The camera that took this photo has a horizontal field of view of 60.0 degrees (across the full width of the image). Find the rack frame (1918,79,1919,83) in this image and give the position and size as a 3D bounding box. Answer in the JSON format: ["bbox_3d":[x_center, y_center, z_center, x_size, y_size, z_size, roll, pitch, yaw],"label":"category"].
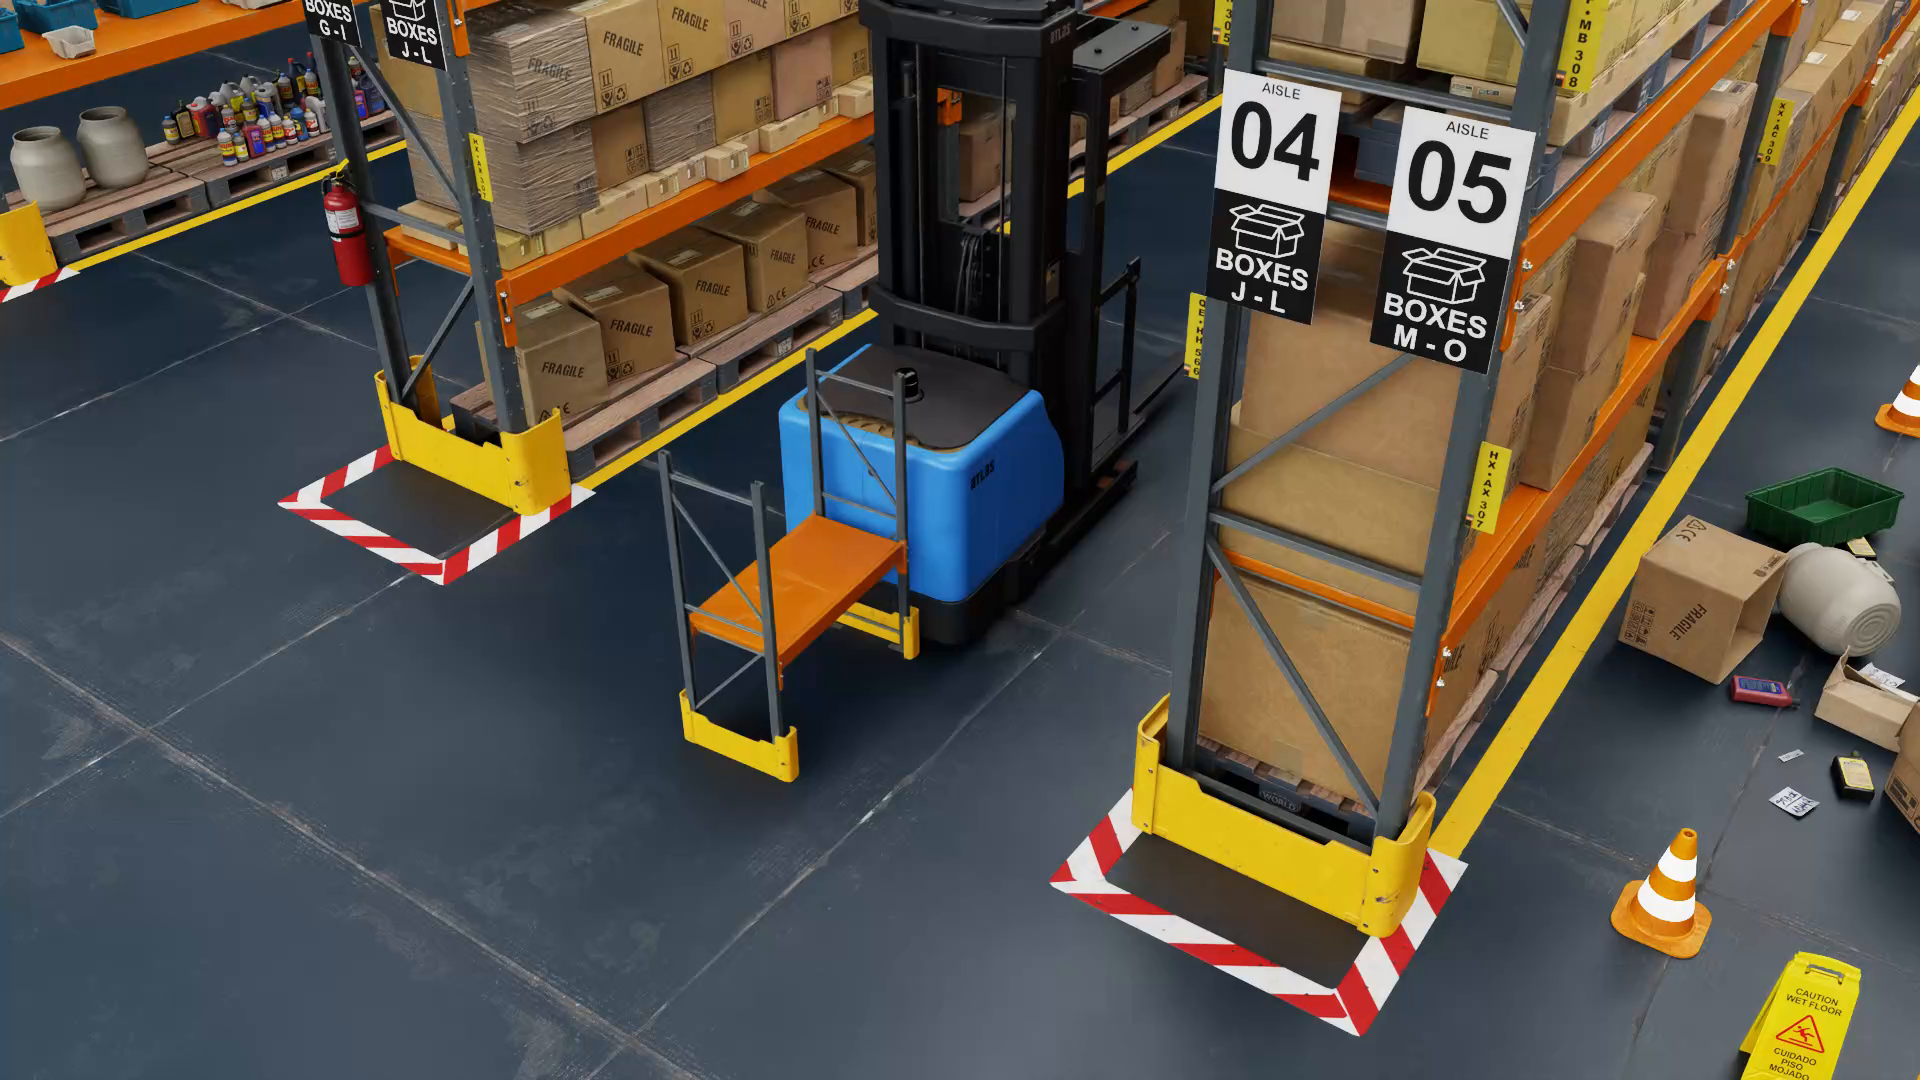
[{"bbox_3d":[8.129,-5.480,14.176,1.000,3.000,0.127,21,39,28],"label":"rack frame"}]

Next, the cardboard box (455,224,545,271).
[{"bbox_3d":[-2.372,-1.540,8.573,0.380,0.149,0.250,21,39,28],"label":"cardboard box"}]

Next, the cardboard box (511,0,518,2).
[{"bbox_3d":[-2.339,-2.732,8.864,0.500,0.500,0.500,21,39,28],"label":"cardboard box"}]

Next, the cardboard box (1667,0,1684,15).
[{"bbox_3d":[2.348,-2.084,5.880,0.500,0.250,0.500,21,39,28],"label":"cardboard box"}]

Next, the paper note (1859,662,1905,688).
[{"bbox_3d":[4.296,0.644,7.778,0.155,0.023,0.172,-22,40,-29],"label":"paper note"}]

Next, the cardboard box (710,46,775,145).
[{"bbox_3d":[-1.592,-2.709,9.723,0.875,0.500,0.500,21,39,28],"label":"cardboard box"}]

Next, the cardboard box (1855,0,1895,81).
[{"bbox_3d":[5.812,-3.388,10.993,0.500,0.500,0.500,21,39,28],"label":"cardboard box"}]

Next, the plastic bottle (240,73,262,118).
[{"bbox_3d":[-5.670,-3.575,13.331,0.144,0.351,0.185,21,39,28],"label":"plastic bottle"}]

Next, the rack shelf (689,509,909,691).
[{"bbox_3d":[-0.717,0.242,7.374,0.538,0.185,1.000,18,38,25],"label":"rack shelf"}]

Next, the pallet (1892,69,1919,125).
[{"bbox_3d":[7.686,-3.967,14.427,1.003,0.211,1.213,21,39,28],"label":"pallet"}]

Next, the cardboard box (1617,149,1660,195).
[{"bbox_3d":[2.394,-1.408,7.057,0.875,0.550,0.500,21,39,28],"label":"cardboard box"}]

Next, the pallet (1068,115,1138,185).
[{"bbox_3d":[0.688,-3.197,13.289,1.003,0.211,1.213,21,39,28],"label":"pallet"}]

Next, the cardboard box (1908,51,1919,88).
[{"bbox_3d":[7.914,-4.198,14.136,0.500,0.500,0.500,20,39,27],"label":"cardboard box"}]

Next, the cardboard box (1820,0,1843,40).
[{"bbox_3d":[5.006,-3.422,10.150,0.700,0.500,0.500,21,39,28],"label":"cardboard box"}]

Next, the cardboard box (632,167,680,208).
[{"bbox_3d":[-1.785,-1.993,9.244,0.380,0.149,0.250,21,39,28],"label":"cardboard box"}]

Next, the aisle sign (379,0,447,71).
[{"bbox_3d":[-2.519,-2.541,7.510,0.394,0.787,0.004,21,39,28],"label":"aisle sign"}]

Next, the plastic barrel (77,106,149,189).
[{"bbox_3d":[-6.201,-2.872,12.165,0.421,0.512,0.421,0,34,0],"label":"plastic barrel"}]

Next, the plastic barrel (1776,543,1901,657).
[{"bbox_3d":[4.181,0.280,7.957,0.421,0.421,0.512,-9,35,-13],"label":"plastic barrel"}]

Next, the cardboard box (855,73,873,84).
[{"bbox_3d":[-0.673,-2.925,10.622,0.380,0.149,0.250,21,39,28],"label":"cardboard box"}]

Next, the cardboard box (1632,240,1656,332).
[{"bbox_3d":[2.667,-1.216,7.737,0.875,0.550,0.550,21,39,28],"label":"cardboard box"}]

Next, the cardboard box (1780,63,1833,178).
[{"bbox_3d":[4.663,-2.458,9.618,0.500,0.500,0.500,21,39,28],"label":"cardboard box"}]

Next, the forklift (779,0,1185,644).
[{"bbox_3d":[0.319,-1.515,8.374,1.130,2.935,3.031,18,38,25],"label":"forklift"}]

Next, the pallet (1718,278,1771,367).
[{"bbox_3d":[4.641,-1.587,10.908,1.003,0.211,1.213,21,39,28],"label":"pallet"}]

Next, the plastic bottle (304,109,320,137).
[{"bbox_3d":[-5.083,-3.273,13.017,0.097,0.201,0.097,0,34,0],"label":"plastic bottle"}]

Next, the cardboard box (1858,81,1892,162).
[{"bbox_3d":[6.745,-3.255,12.742,0.500,0.500,0.500,22,40,29],"label":"cardboard box"}]

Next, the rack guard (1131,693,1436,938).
[{"bbox_3d":[1.273,1.089,6.694,1.175,0.500,0.348,21,39,28],"label":"rack guard"}]

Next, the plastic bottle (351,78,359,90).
[{"bbox_3d":[-4.894,-3.625,13.471,0.152,0.276,0.135,21,39,28],"label":"plastic bottle"}]

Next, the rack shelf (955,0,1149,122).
[{"bbox_3d":[0.691,-4.052,12.706,1.077,0.370,4.000,21,39,28],"label":"rack shelf"}]

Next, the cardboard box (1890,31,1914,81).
[{"bbox_3d":[7.022,-3.786,12.858,0.500,0.250,0.500,22,40,29],"label":"cardboard box"}]

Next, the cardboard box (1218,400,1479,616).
[{"bbox_3d":[1.461,-0.205,6.242,0.875,0.550,0.550,21,39,28],"label":"cardboard box"}]

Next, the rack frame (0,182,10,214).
[{"bbox_3d":[-6.799,-3.171,10.761,1.000,3.000,0.127,21,39,28],"label":"rack frame"}]

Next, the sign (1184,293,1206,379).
[{"bbox_3d":[0.849,-0.715,5.885,0.100,0.325,0.005,21,39,28],"label":"sign"}]

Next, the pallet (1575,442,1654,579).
[{"bbox_3d":[3.070,-0.319,9.033,1.003,0.211,1.213,21,39,28],"label":"pallet"}]

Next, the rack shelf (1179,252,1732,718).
[{"bbox_3d":[2.427,-0.580,7.573,1.077,0.370,4.000,21,39,28],"label":"rack shelf"}]

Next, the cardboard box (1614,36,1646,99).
[{"bbox_3d":[2.034,-1.600,5.521,0.380,0.149,0.250,21,40,28],"label":"cardboard box"}]

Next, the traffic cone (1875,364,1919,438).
[{"bbox_3d":[5.573,-0.883,9.642,0.336,0.463,0.334,21,39,28],"label":"traffic cone"}]

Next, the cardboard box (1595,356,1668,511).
[{"bbox_3d":[3.151,-0.826,8.815,0.875,0.875,0.875,22,40,29],"label":"cardboard box"}]

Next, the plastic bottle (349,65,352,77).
[{"bbox_3d":[-5.176,-3.934,13.996,0.097,0.201,0.097,0,34,0],"label":"plastic bottle"}]

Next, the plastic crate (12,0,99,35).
[{"bbox_3d":[-6.385,-3.732,11.724,0.499,0.251,0.408,21,39,28],"label":"plastic crate"}]

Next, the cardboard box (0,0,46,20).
[{"bbox_3d":[-8.964,-5.120,15.723,0.500,0.250,0.500,21,39,28],"label":"cardboard box"}]

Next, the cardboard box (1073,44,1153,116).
[{"bbox_3d":[1.160,-3.843,13.594,0.700,0.500,0.500,18,38,24],"label":"cardboard box"}]

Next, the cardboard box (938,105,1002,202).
[{"bbox_3d":[-0.082,-2.852,12.128,0.700,0.500,0.500,18,38,25],"label":"cardboard box"}]

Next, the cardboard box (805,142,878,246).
[{"bbox_3d":[-0.711,-2.397,11.473,0.500,0.500,0.500,20,39,27],"label":"cardboard box"}]

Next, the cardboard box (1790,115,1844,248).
[{"bbox_3d":[5.427,-2.630,11.595,1.050,0.750,0.750,21,39,28],"label":"cardboard box"}]

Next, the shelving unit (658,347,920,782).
[{"bbox_3d":[-0.712,0.089,7.280,0.587,1.500,1.083,18,38,25],"label":"shelving unit"}]

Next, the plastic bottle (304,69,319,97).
[{"bbox_3d":[-5.303,-3.719,13.615,0.097,0.271,0.097,0,34,0],"label":"plastic bottle"}]

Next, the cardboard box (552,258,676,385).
[{"bbox_3d":[-2.048,-1.295,9.844,0.500,0.500,0.500,-25,41,-32],"label":"cardboard box"}]

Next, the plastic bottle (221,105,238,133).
[{"bbox_3d":[-5.754,-3.319,13.085,0.097,0.201,0.097,0,34,0],"label":"plastic bottle"}]

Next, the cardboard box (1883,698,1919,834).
[{"bbox_3d":[4.333,0.994,6.831,0.797,0.503,0.637,-3,34,-4],"label":"cardboard box"}]

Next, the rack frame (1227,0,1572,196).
[{"bbox_3d":[1.287,-2.443,4.330,1.000,3.000,0.127,21,39,28],"label":"rack frame"}]

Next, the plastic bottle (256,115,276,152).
[{"bbox_3d":[-5.314,-3.115,12.722,0.097,0.271,0.097,0,34,0],"label":"plastic bottle"}]

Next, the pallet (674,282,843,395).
[{"bbox_3d":[-1.499,-1.390,10.617,1.003,0.211,1.213,21,39,28],"label":"pallet"}]

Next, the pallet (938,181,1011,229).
[{"bbox_3d":[-0.007,-2.633,12.455,1.003,0.211,1.213,21,39,28],"label":"pallet"}]

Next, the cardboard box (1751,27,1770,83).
[{"bbox_3d":[3.846,-2.485,8.765,0.700,0.500,0.500,21,39,27],"label":"cardboard box"}]

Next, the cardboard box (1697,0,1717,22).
[{"bbox_3d":[2.610,-2.065,6.209,0.380,0.149,0.250,22,40,29],"label":"cardboard box"}]

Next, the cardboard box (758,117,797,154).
[{"bbox_3d":[-1.198,-2.447,9.915,0.380,0.149,0.250,21,39,28],"label":"cardboard box"}]

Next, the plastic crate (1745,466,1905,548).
[{"bbox_3d":[4.545,-0.159,8.767,0.662,0.188,0.450,-15,27,-21],"label":"plastic crate"}]

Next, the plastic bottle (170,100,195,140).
[{"bbox_3d":[-6.061,-3.273,12.944,0.061,0.283,0.133,22,40,29],"label":"plastic bottle"}]

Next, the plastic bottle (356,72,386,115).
[{"bbox_3d":[-4.758,-3.620,13.397,0.144,0.351,0.185,19,39,26],"label":"plastic bottle"}]

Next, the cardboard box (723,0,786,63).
[{"bbox_3d":[-1.338,-3.024,9.297,0.500,0.500,0.500,21,39,28],"label":"cardboard box"}]
